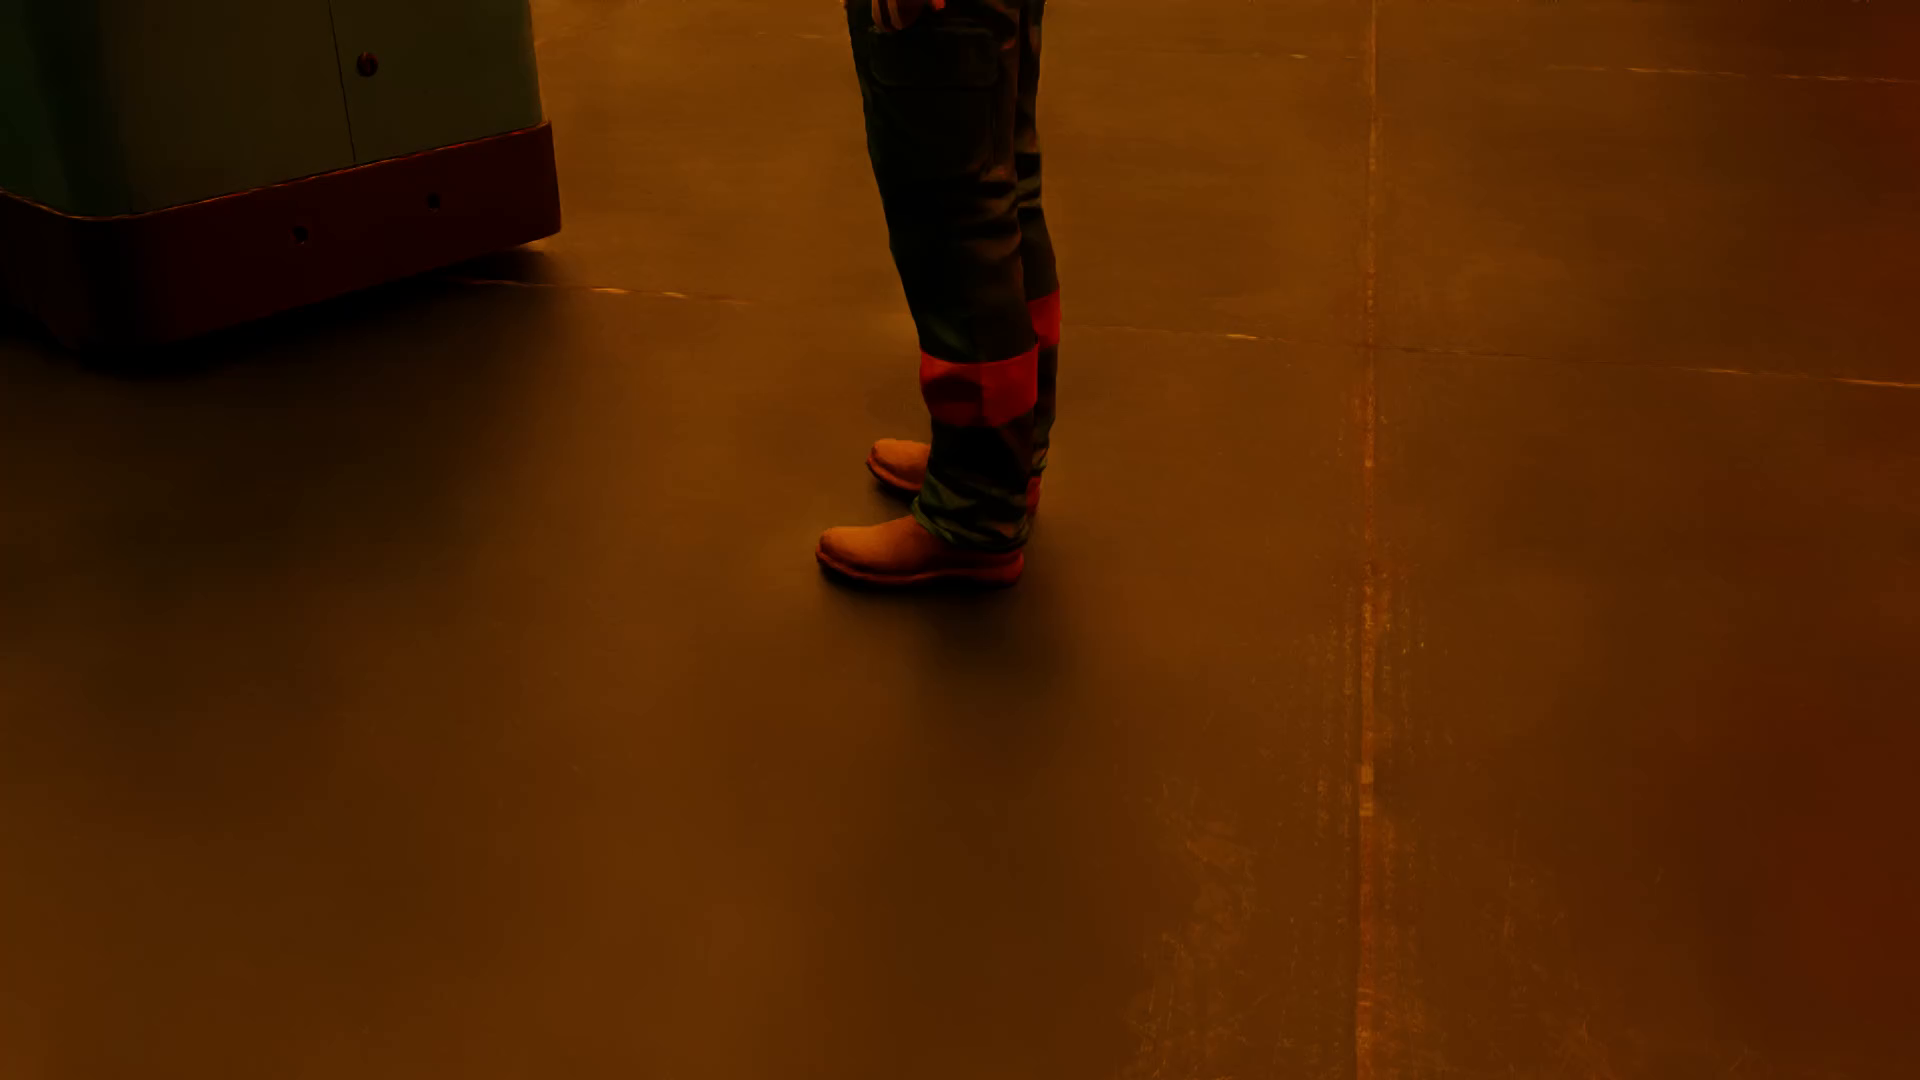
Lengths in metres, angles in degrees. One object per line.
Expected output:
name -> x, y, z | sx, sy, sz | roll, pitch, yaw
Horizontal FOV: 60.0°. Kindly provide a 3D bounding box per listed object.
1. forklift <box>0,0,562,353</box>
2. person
forklift -> -2.357, -2.188, 3.582 | 3.031, 2.935, 1.130 | 20, 33, 34
person -> -0.021, -0.801, 2.100 | 0.349, 1.795, 0.540 | 6, 27, 11
